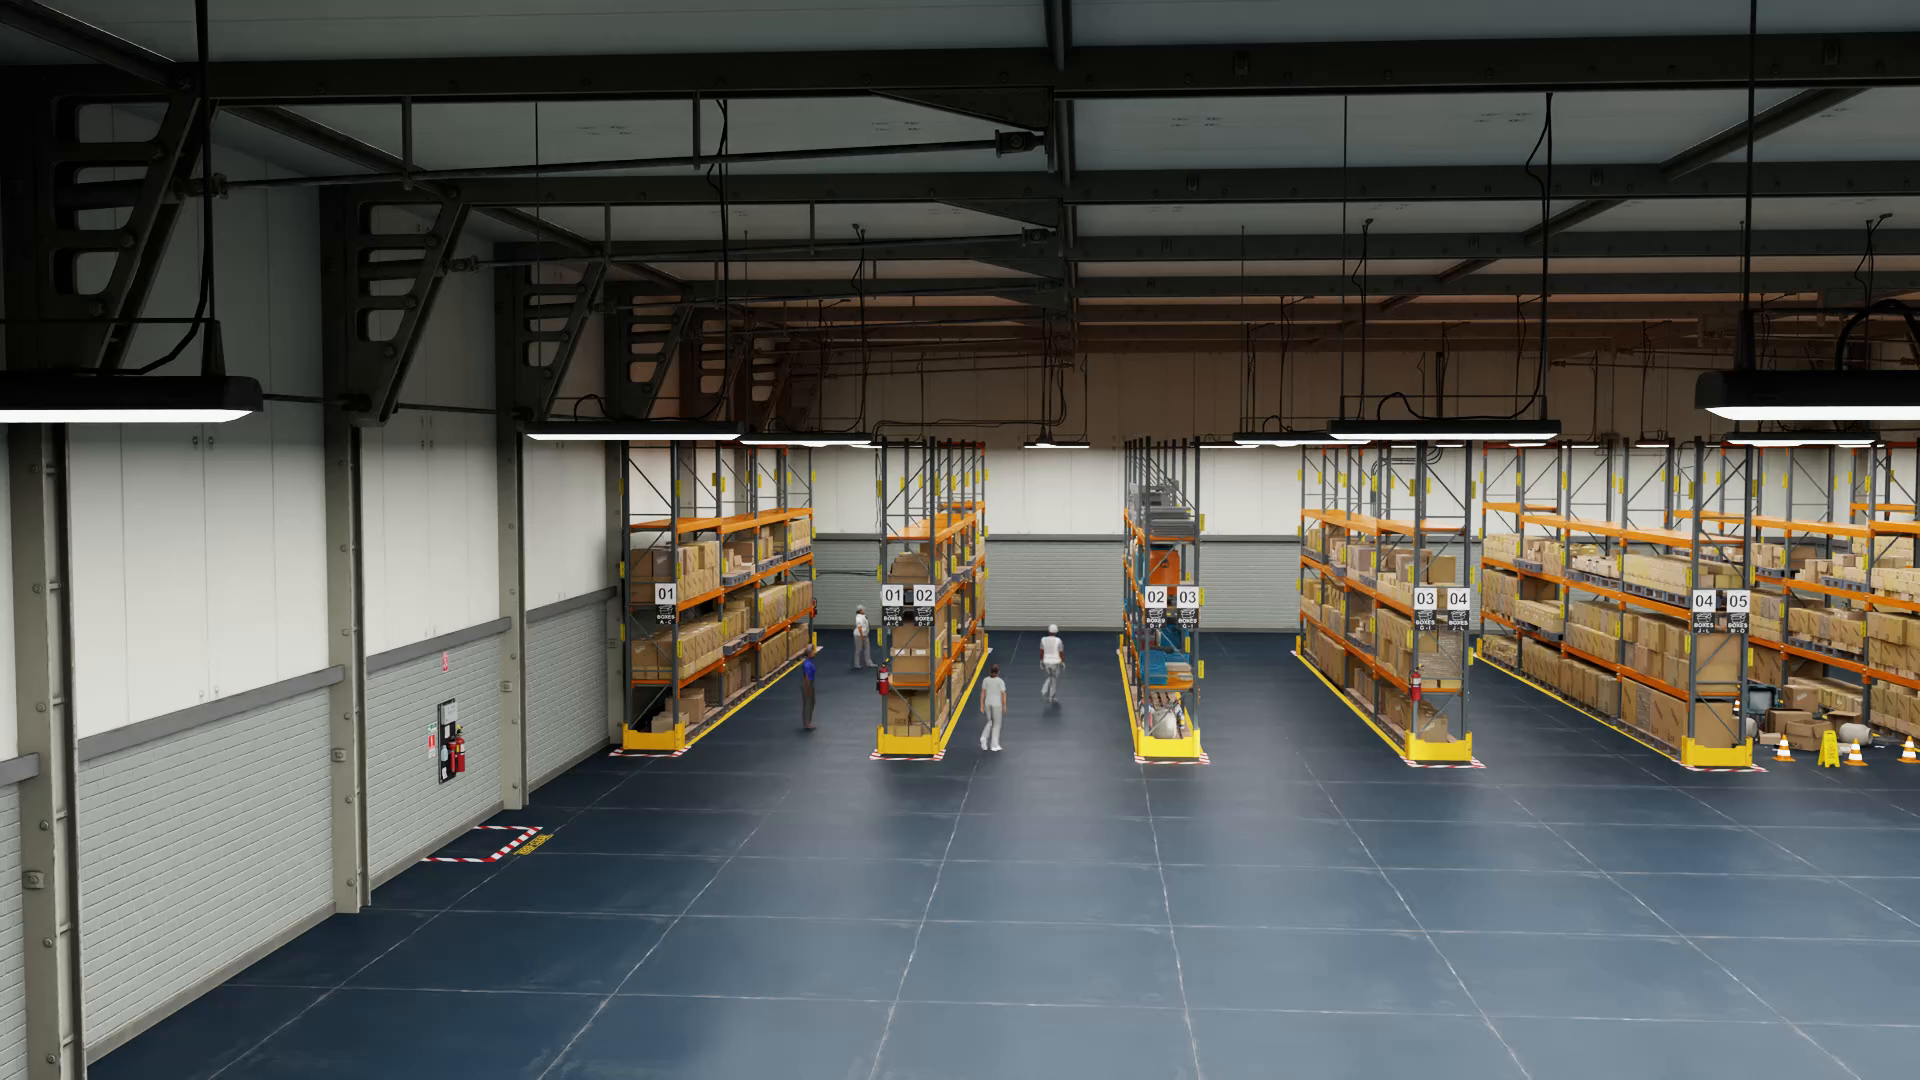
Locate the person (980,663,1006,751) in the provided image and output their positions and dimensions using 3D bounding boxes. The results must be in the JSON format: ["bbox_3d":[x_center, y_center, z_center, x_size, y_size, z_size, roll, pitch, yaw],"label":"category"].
[{"bbox_3d":[0.642,3.182,31.680,0.456,1.664,0.479,2,4,37],"label":"person"}]

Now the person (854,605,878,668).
[{"bbox_3d":[-2.525,2.552,43.995,0.550,1.656,0.548,1,3,21],"label":"person"}]

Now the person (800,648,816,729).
[{"bbox_3d":[-3.127,3.096,34.416,0.334,1.744,0.524,0,3,0],"label":"person"}]

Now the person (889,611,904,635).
[{"bbox_3d":[-1.911,2.137,51.205,0.493,1.682,0.464,3,4,43],"label":"person"}]

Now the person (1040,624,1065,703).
[{"bbox_3d":[2.110,2.797,37.717,0.551,1.780,0.470,3,4,41],"label":"person"}]
